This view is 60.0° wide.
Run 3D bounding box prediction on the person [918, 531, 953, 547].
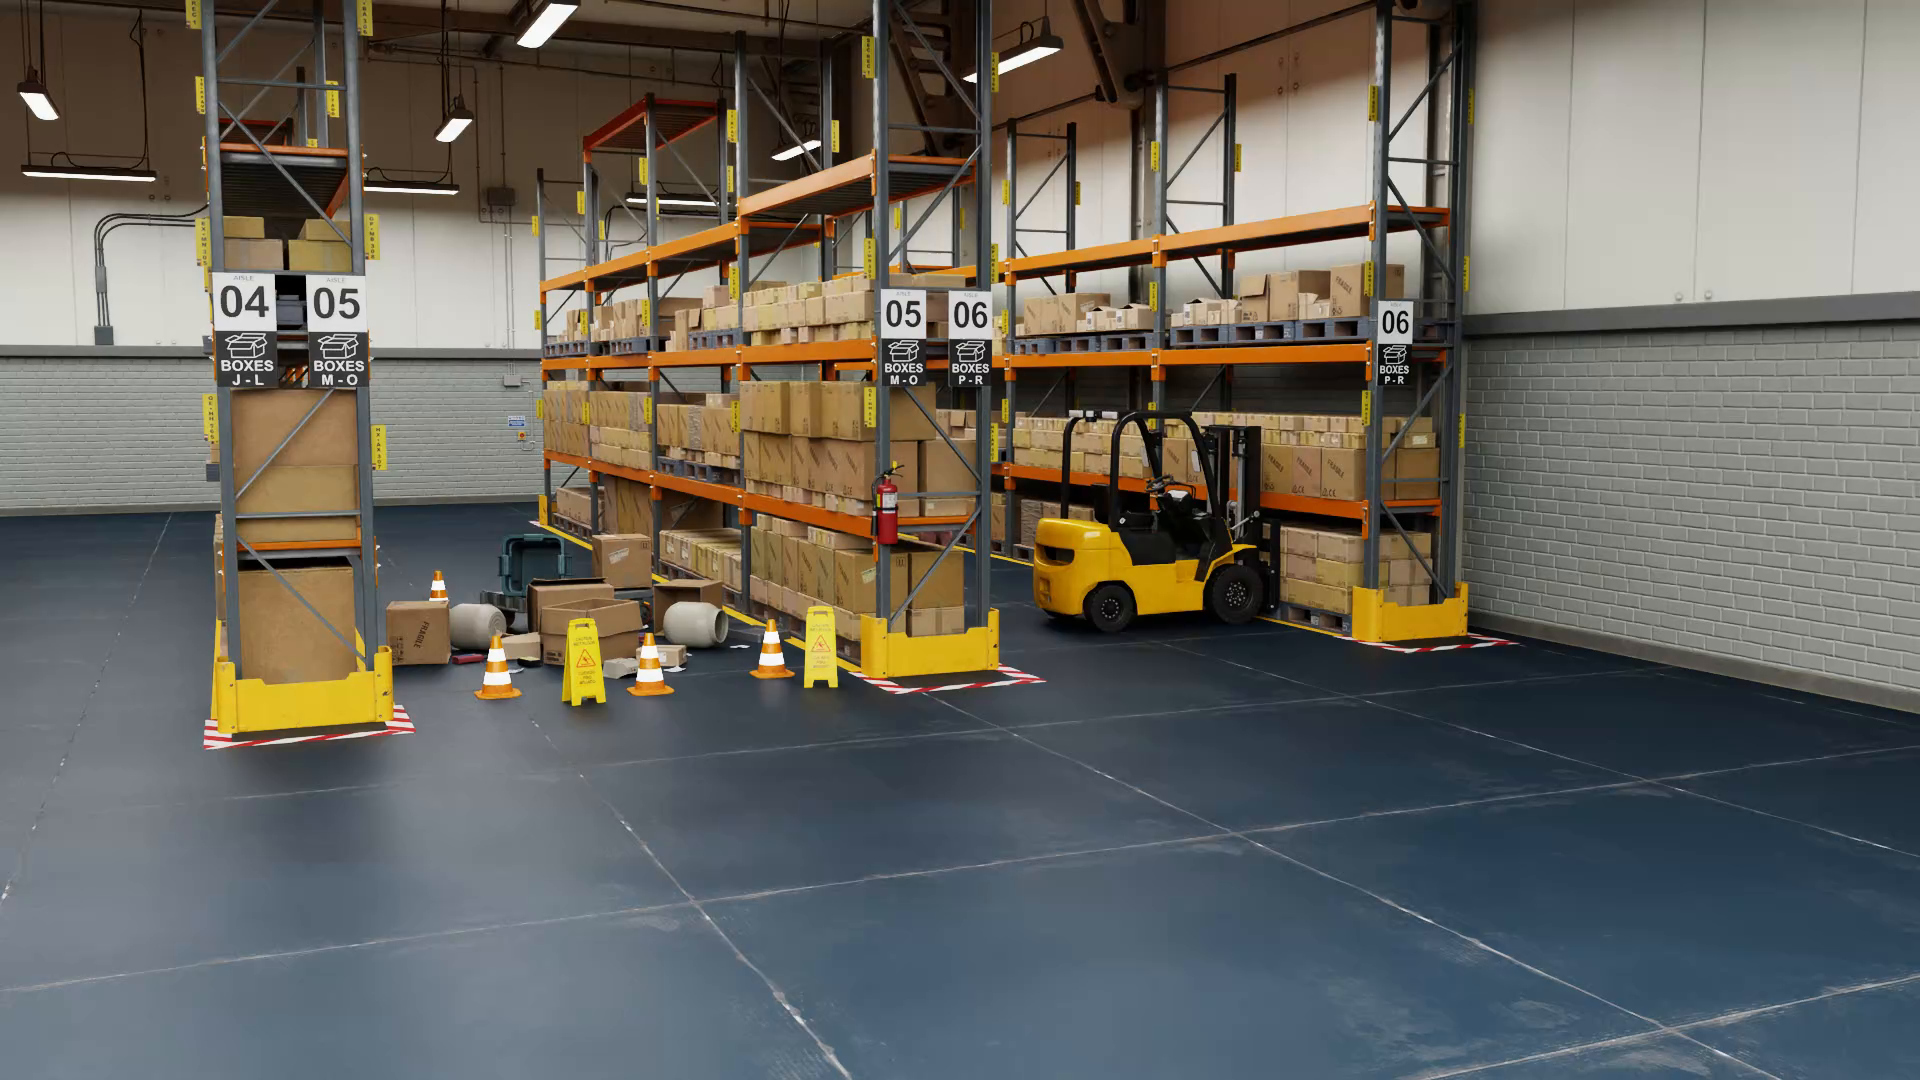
[{"bbox_3d":[-0.271,-0.092,17.965,0.441,1.672,0.359,-2,6,-22],"label":"person"}]
